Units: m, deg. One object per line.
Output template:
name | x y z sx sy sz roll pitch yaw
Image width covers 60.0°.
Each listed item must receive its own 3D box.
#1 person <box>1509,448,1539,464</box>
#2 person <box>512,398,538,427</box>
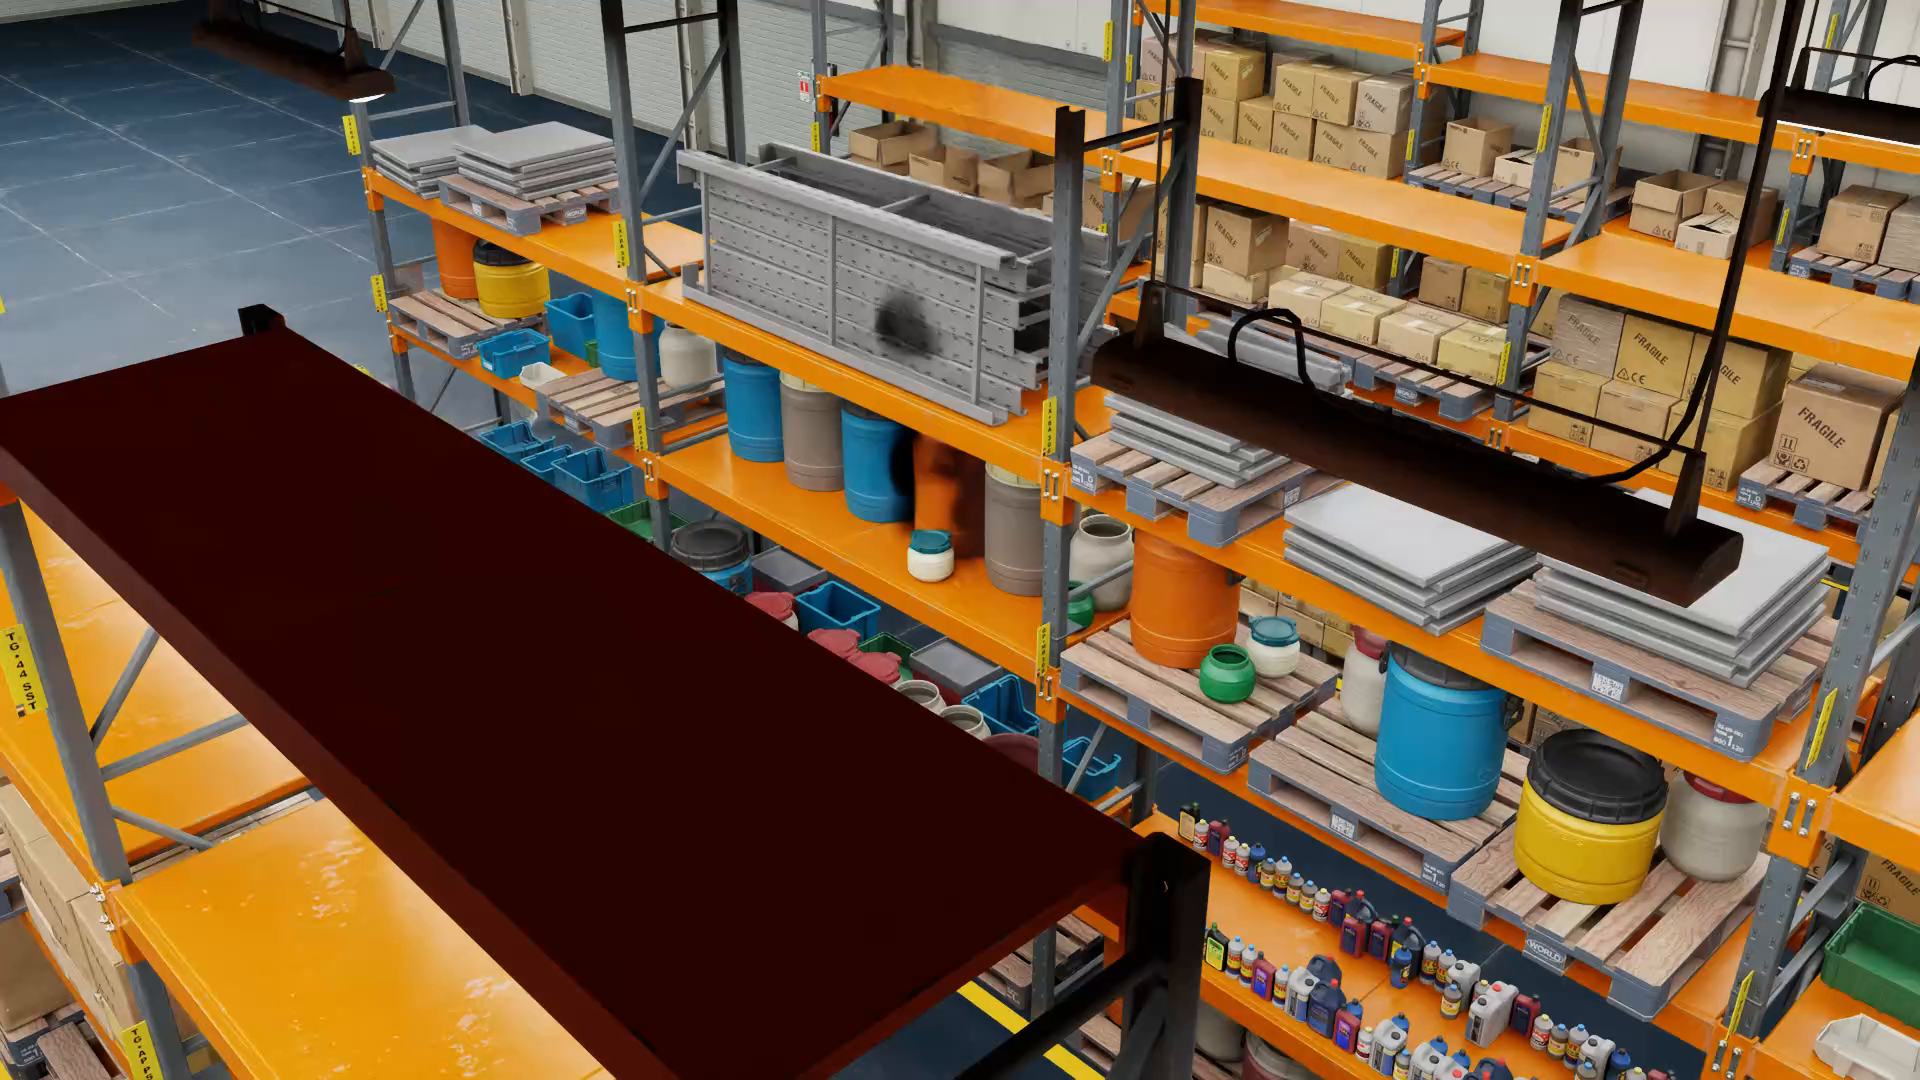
person | 5.189 -0.289 15.622 0.609 1.701 0.774 -24 37 -38
person | -4.831 -2.080 19.004 0.772 1.688 0.548 -7 29 -12
